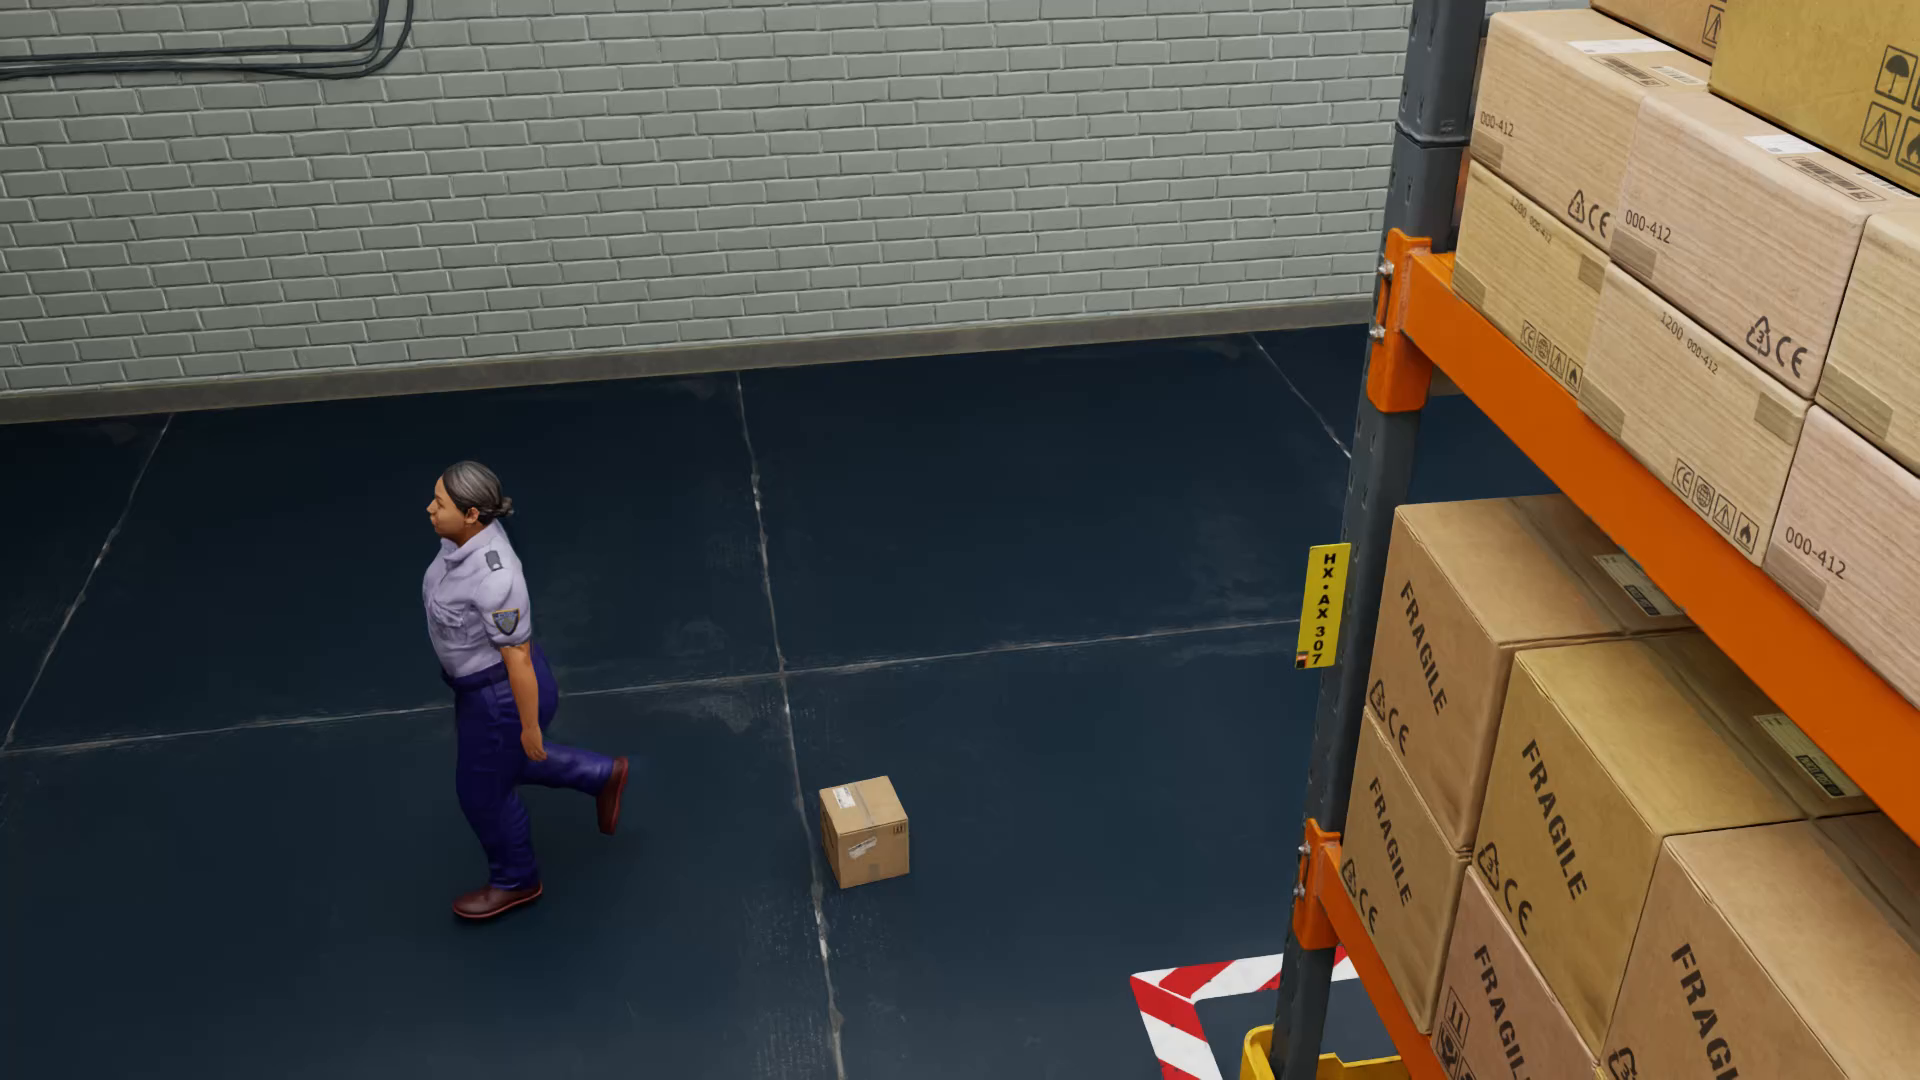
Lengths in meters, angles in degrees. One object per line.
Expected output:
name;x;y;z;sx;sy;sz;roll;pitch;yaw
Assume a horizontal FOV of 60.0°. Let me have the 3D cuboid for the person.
person;-1.429;0.464;5.365;0.671;1.607;0.501;-12;33;-19
